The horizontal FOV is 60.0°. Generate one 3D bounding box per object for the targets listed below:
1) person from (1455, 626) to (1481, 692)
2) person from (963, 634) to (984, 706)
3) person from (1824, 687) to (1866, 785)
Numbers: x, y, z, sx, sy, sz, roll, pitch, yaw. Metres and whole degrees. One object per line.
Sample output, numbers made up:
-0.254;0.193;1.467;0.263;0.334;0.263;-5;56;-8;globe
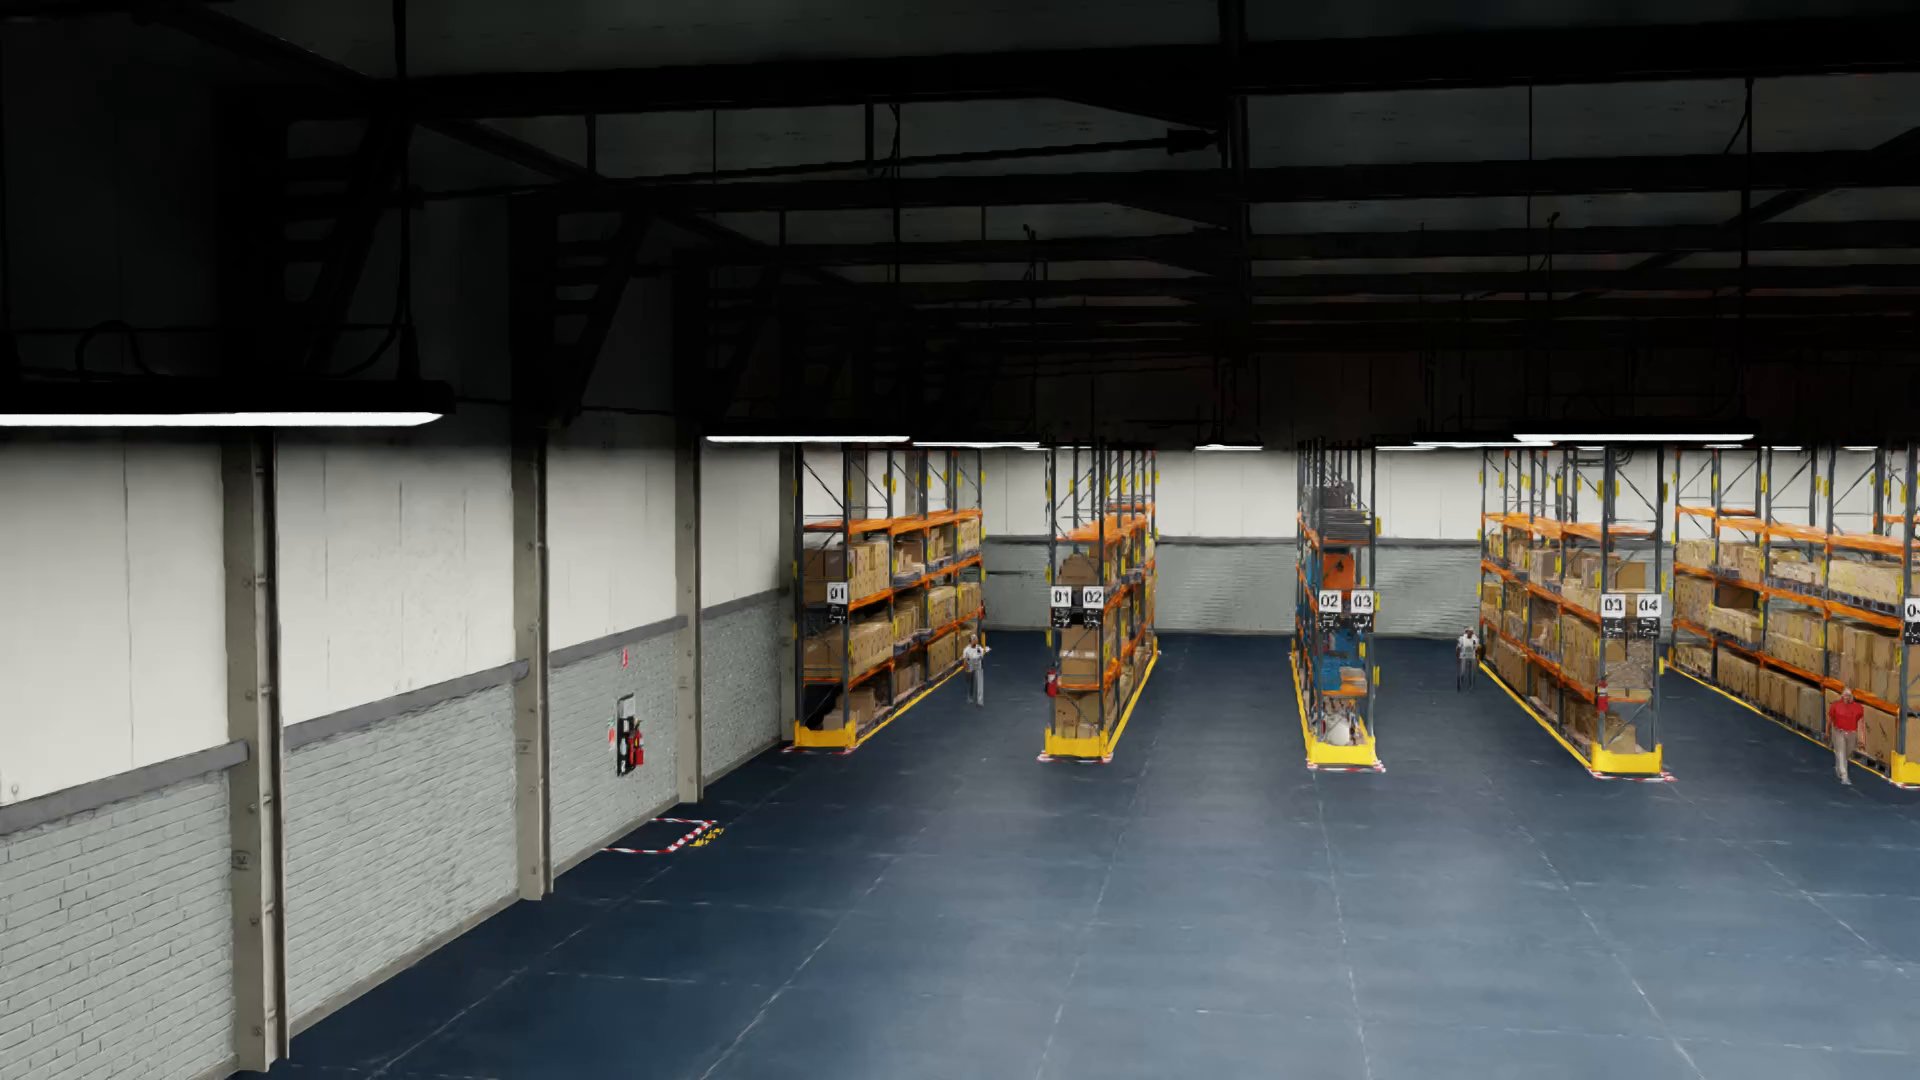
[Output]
12.084;2.823;39.562;0.592;1.629;0.532;0;3;8;person
0.306;2.922;37.554;0.491;1.580;1.000;0;3;1;person
15.321;3.360;28.726;0.554;1.669;1.022;0;3;9;person
